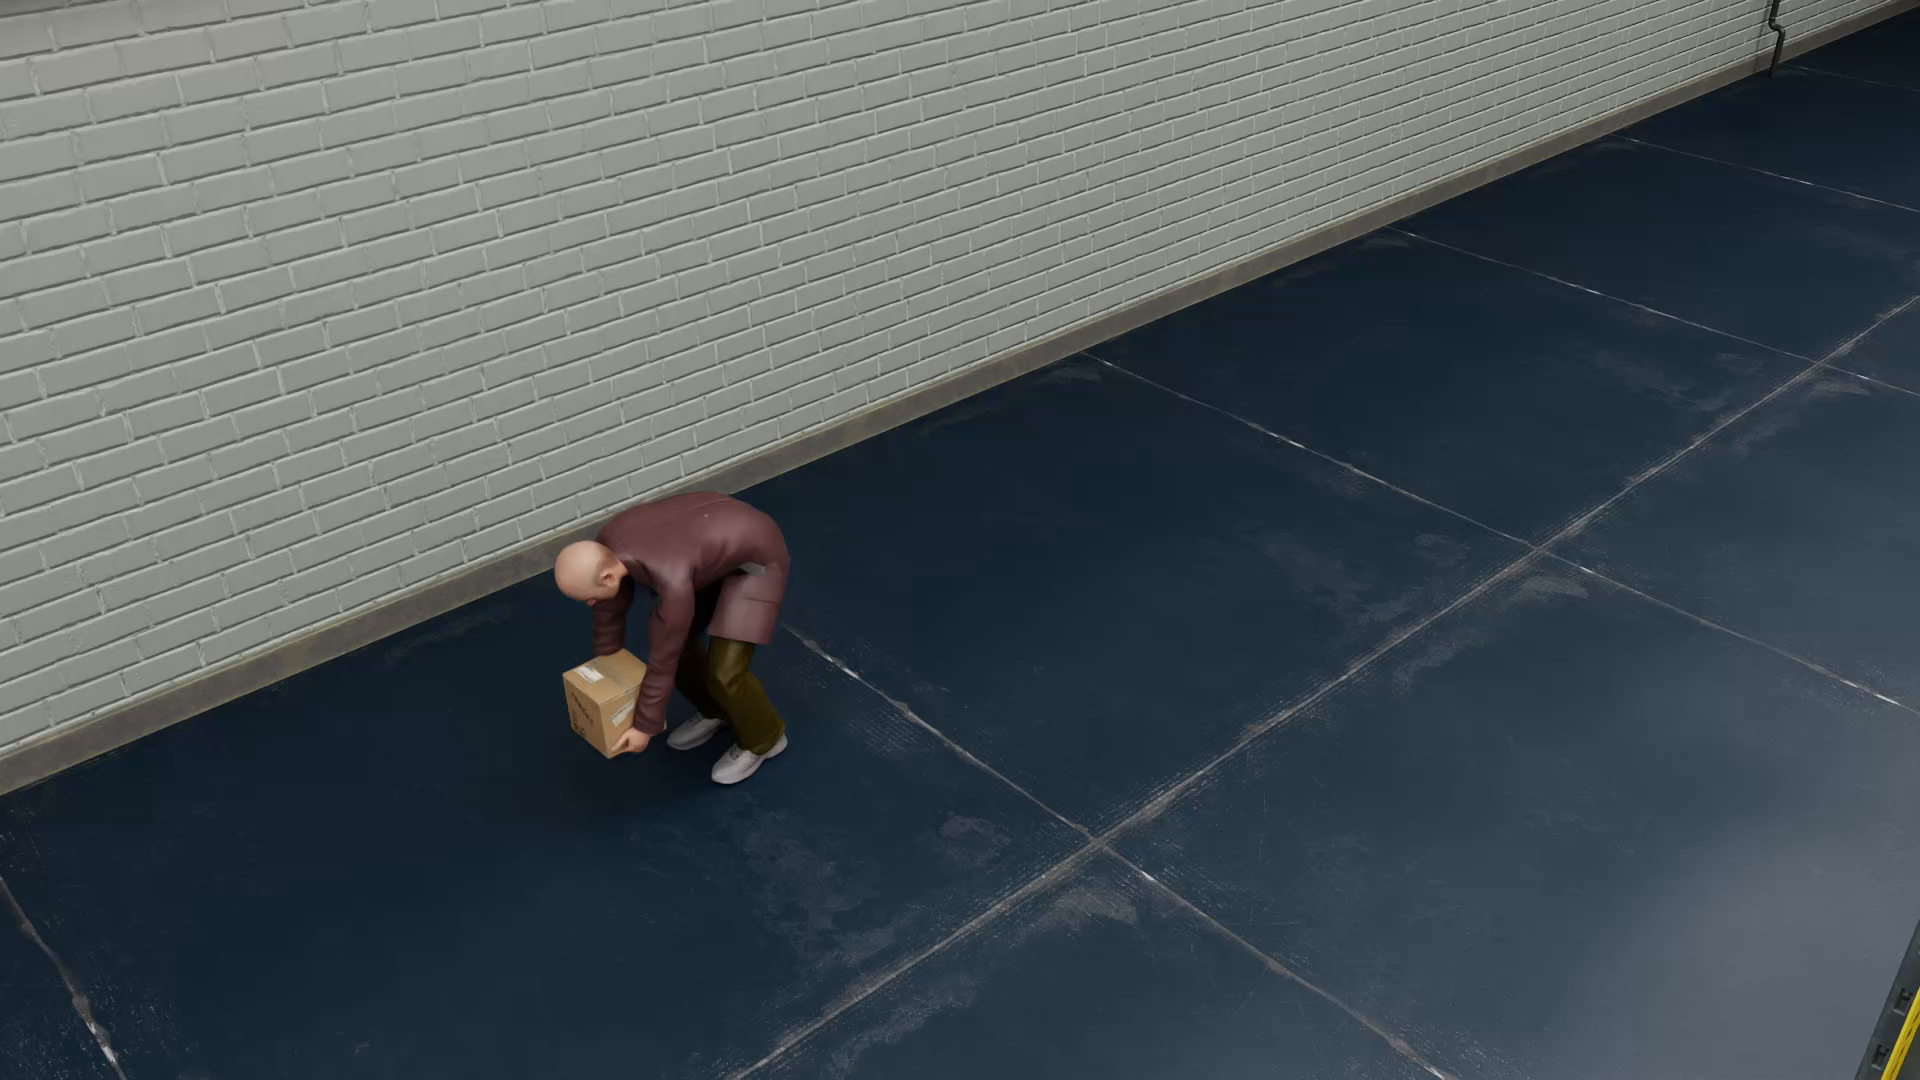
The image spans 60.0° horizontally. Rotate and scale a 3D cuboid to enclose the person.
[{"bbox_3d":[-1.031,0.376,6.102,0.581,1.184,0.931,27,41,37],"label":"person"}]
